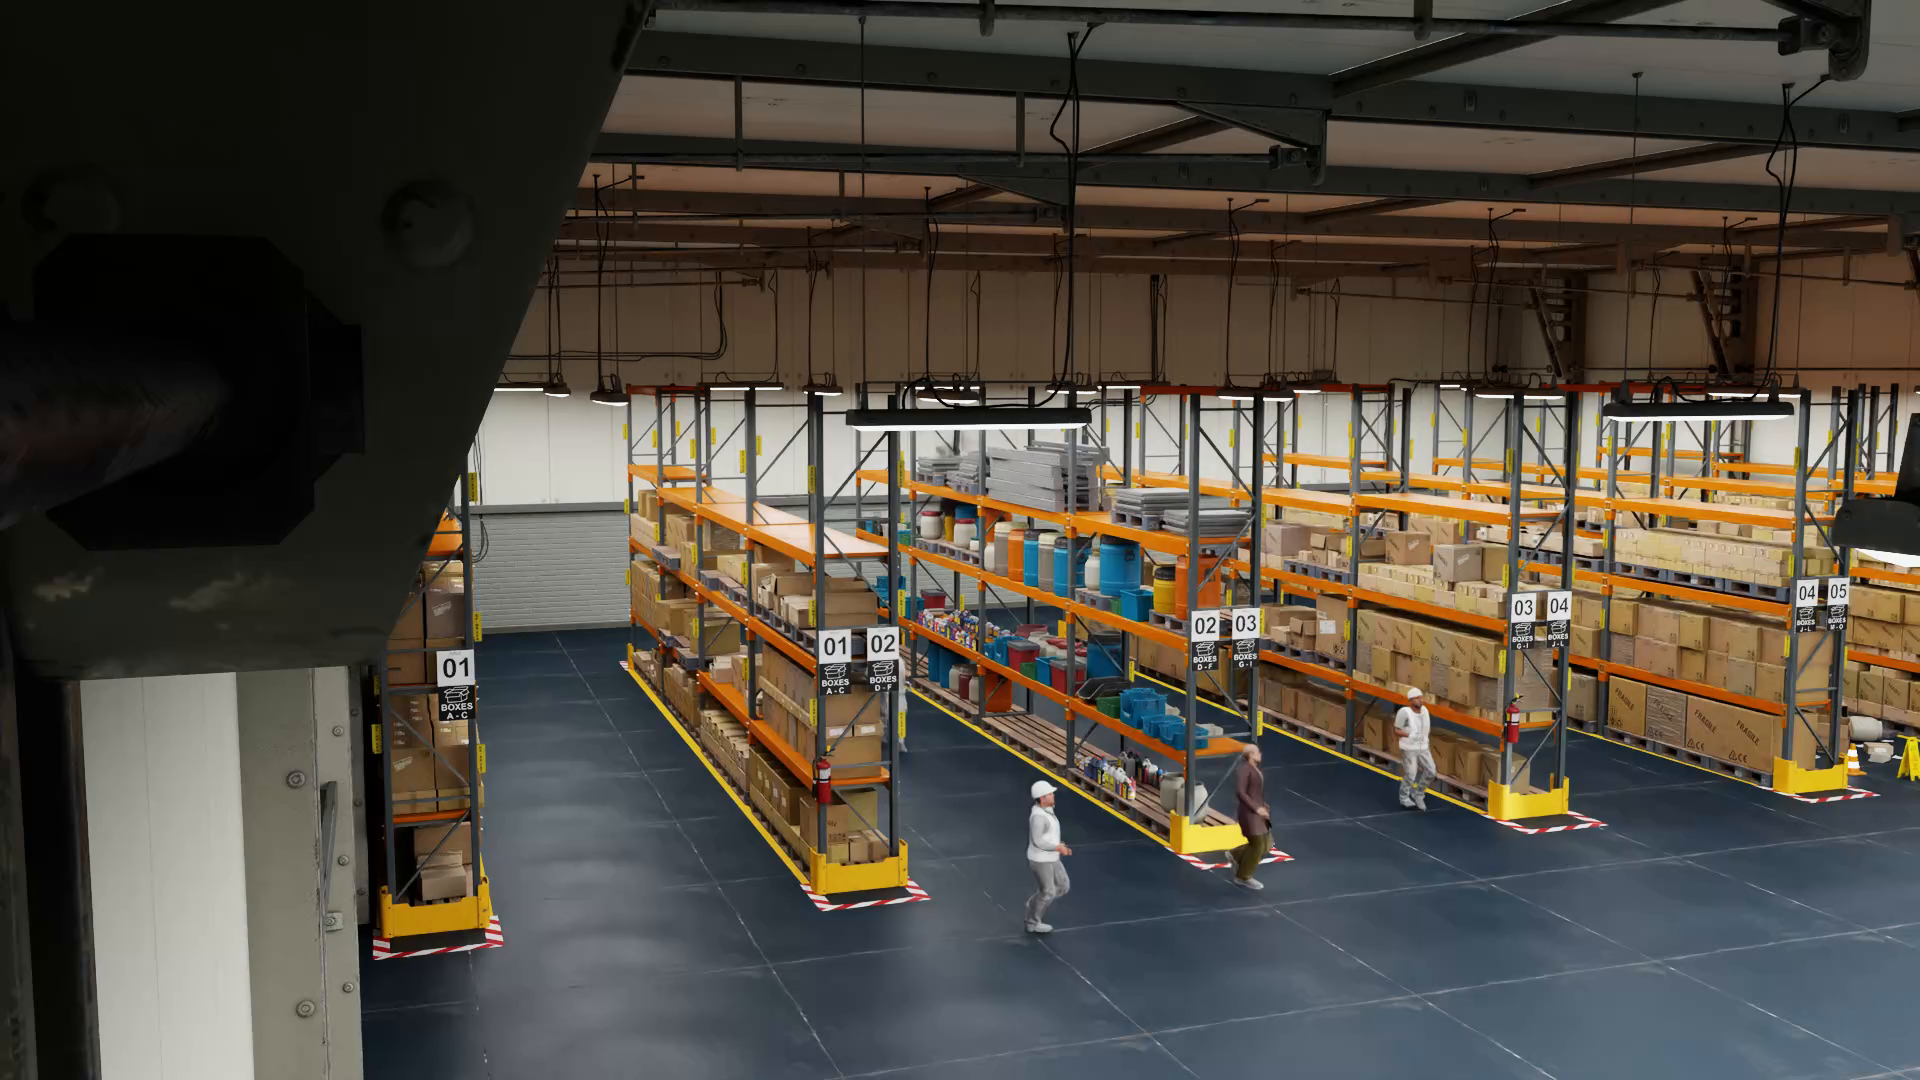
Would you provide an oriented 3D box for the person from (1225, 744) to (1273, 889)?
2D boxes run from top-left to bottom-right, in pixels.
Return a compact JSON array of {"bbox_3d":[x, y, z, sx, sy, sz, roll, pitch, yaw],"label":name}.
[{"bbox_3d":[3.560,3.373,20.456,0.590,1.727,0.770,2,6,21],"label":"person"}]

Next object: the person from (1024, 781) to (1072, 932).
[{"bbox_3d":[0.998,3.541,18.620,0.563,1.727,0.636,1,6,12],"label":"person"}]

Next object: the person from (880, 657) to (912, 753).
[{"bbox_3d":[-1.107,2.576,27.589,0.653,1.786,0.918,-3,7,-27],"label":"person"}]

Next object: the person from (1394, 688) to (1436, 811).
[{"bbox_3d":[6.534,3.006,23.781,0.696,1.784,0.611,-2,6,-22],"label":"person"}]
